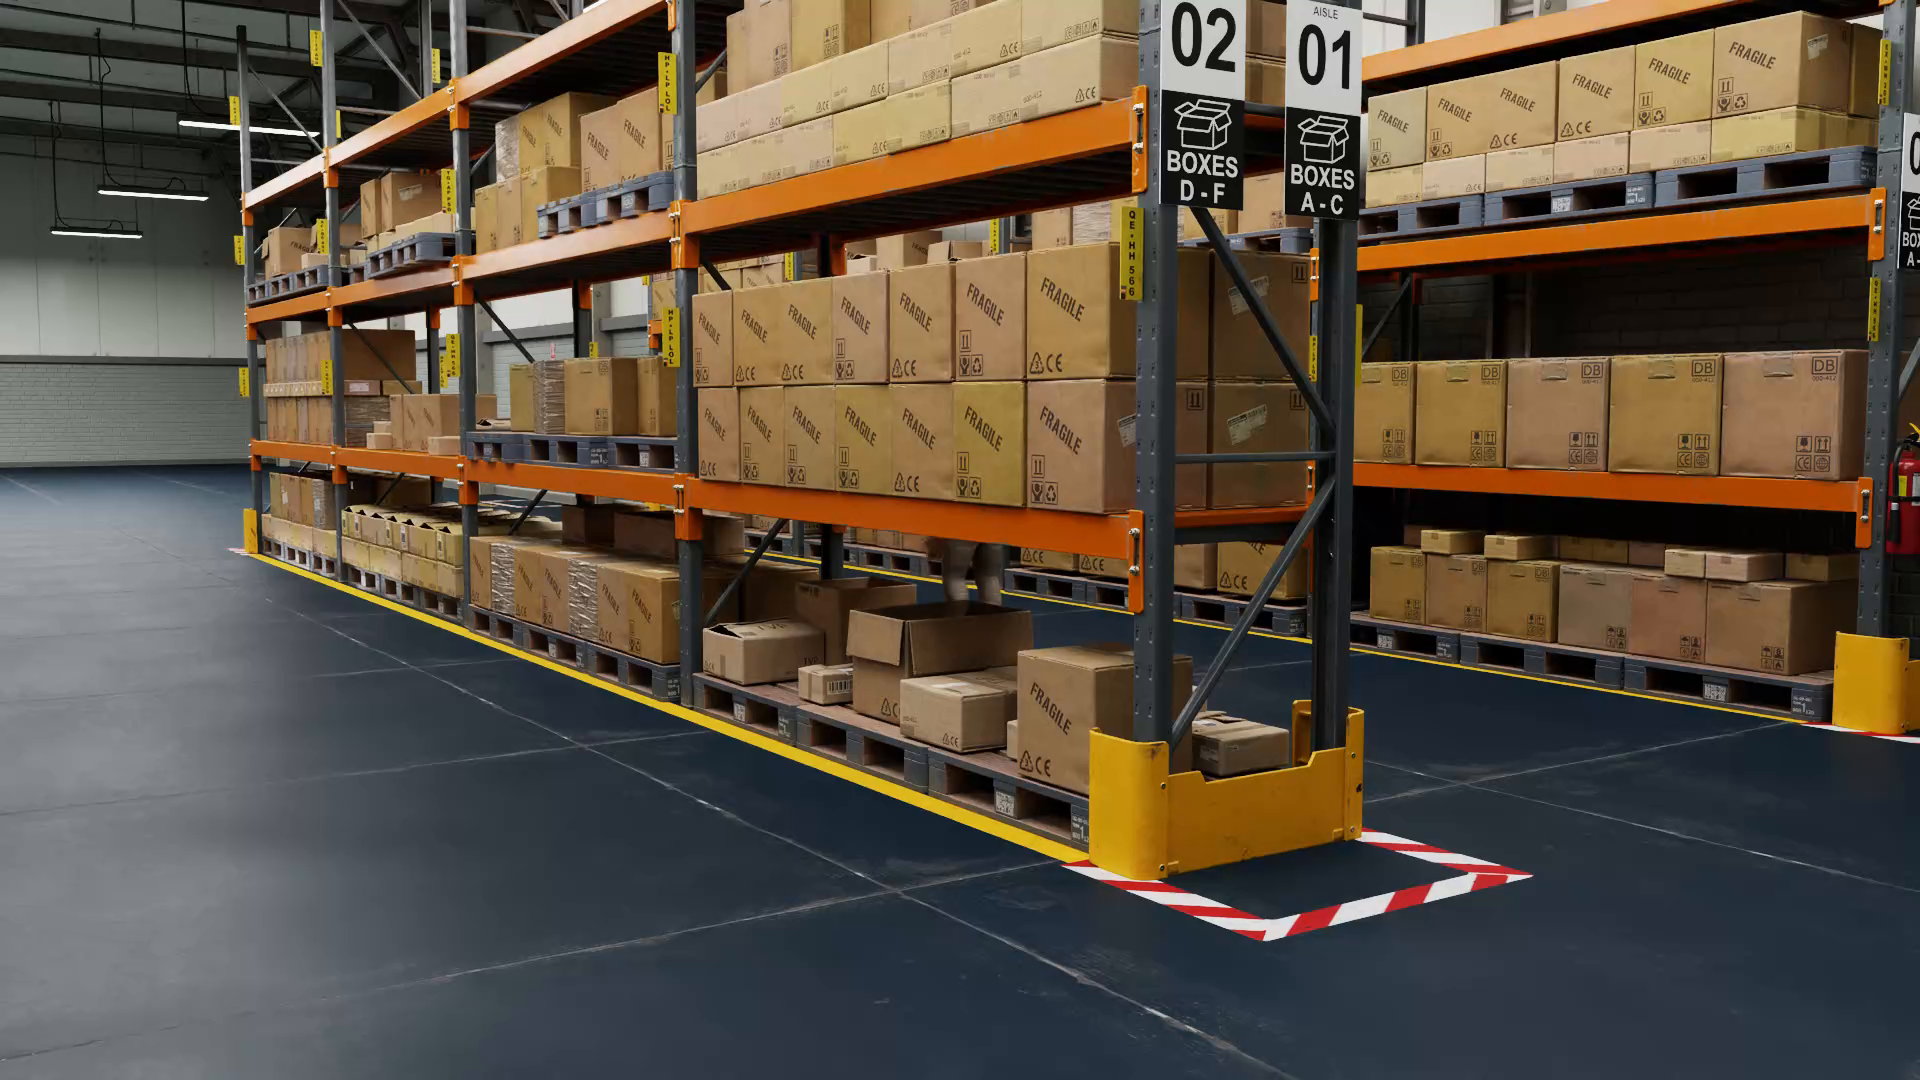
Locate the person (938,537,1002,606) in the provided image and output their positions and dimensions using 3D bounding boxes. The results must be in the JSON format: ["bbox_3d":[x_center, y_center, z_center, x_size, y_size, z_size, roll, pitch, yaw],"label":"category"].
[{"bbox_3d":[0.067,-0.104,11.644,0.543,1.733,0.418,-3,6,-35],"label":"person"}]
